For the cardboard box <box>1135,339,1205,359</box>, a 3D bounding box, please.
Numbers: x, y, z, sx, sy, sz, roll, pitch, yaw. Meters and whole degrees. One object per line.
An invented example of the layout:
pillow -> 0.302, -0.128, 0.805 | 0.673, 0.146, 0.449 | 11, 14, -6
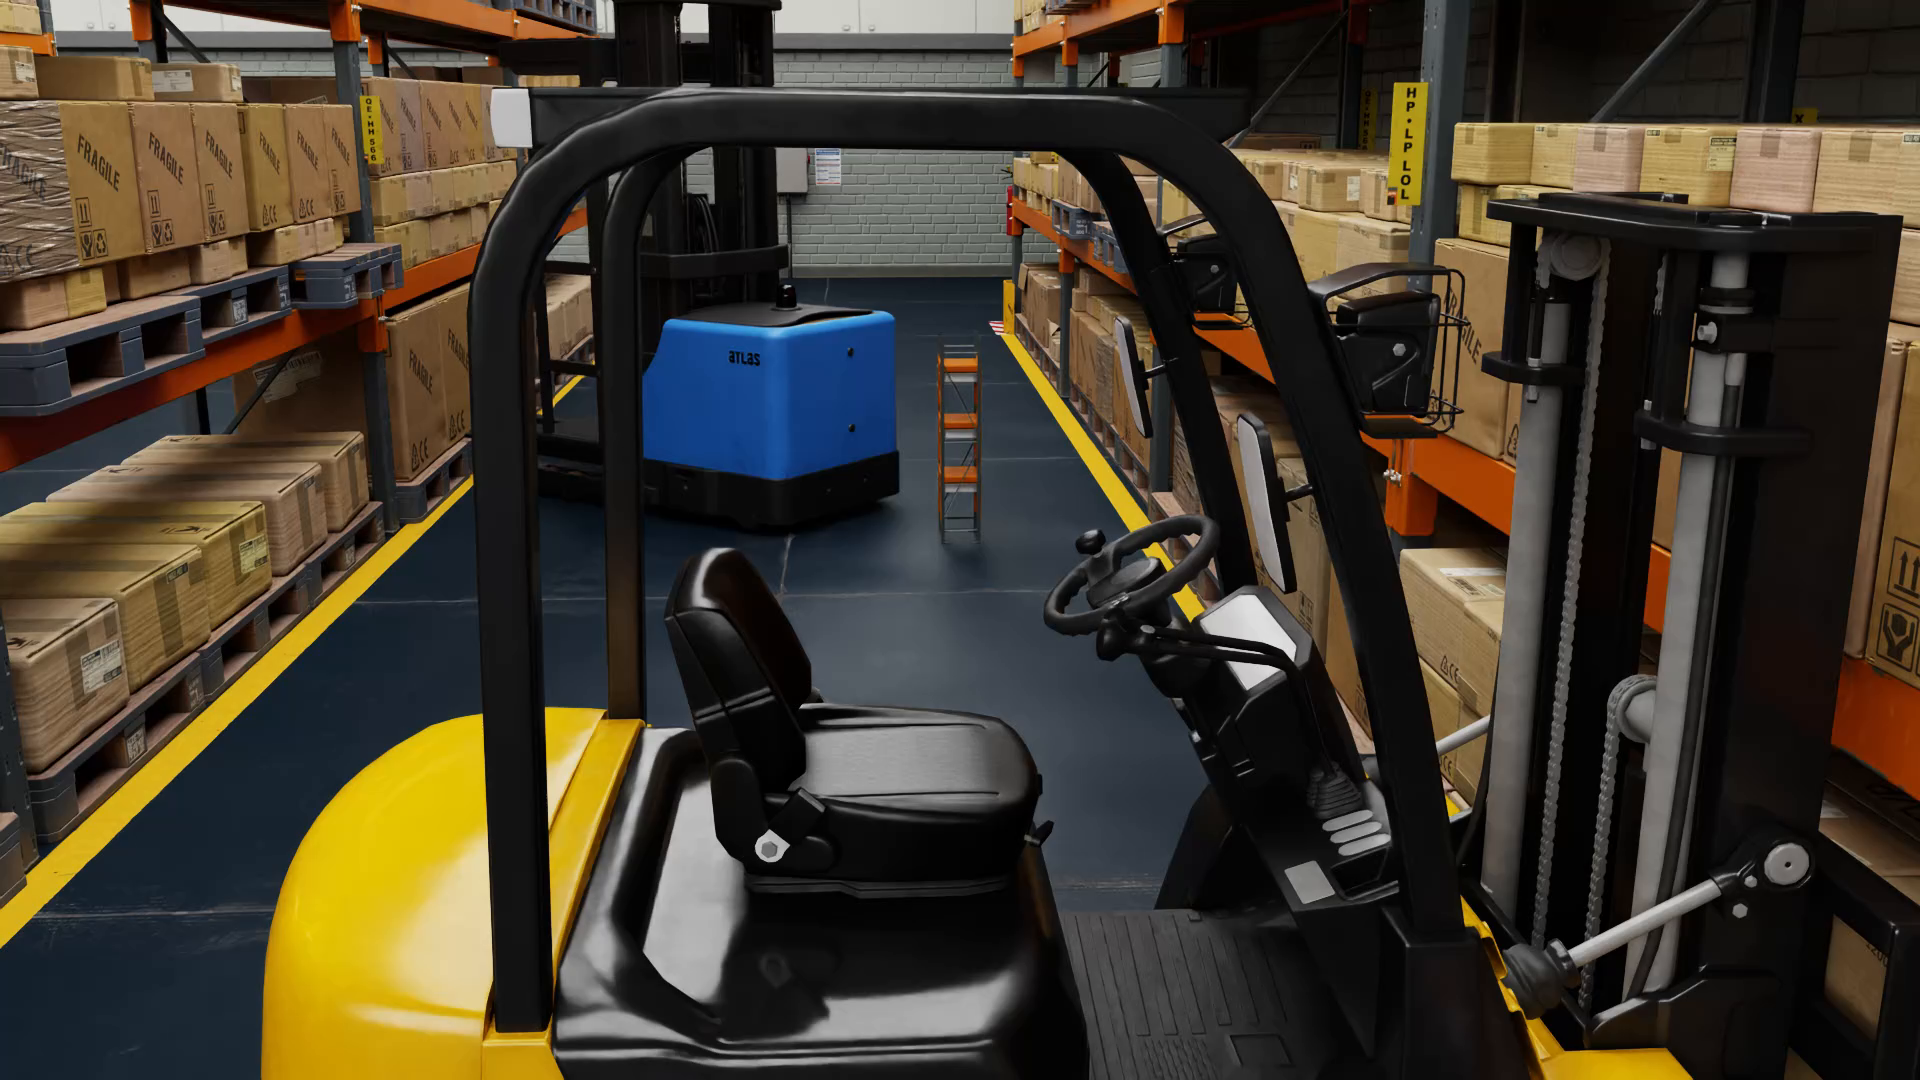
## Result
cardboard box -> 1.185, -1.055, 9.480 | 0.380, 0.149, 0.250 | -2, 15, -6

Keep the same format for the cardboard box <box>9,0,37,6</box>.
cardboard box -> -8.585, -4.884, 14.767 | 0.500, 0.250, 0.500 | -1, 14, -5

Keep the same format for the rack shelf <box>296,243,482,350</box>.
rack shelf -> -3.562, -1.633, 10.299 | 1.077, 0.370, 4.000 | -1, 14, -3

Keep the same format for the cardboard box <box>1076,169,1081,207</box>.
cardboard box -> 0.971, -2.344, 11.042 | 0.396, 0.266, 0.258 | 0, 14, -1

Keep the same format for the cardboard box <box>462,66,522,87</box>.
cardboard box -> -3.446, -3.409, 12.245 | 0.380, 0.149, 0.250 | -1, 14, -4

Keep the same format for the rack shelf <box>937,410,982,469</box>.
rack shelf -> -0.003, -0.511, 8.450 | 0.215, 0.259, 0.240 | -1, 14, -3

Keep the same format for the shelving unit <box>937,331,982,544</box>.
shelving unit -> -0.003, -0.522, 8.447 | 0.215, 1.050, 0.252 | -1, 14, -3

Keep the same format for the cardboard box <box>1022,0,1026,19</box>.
cardboard box -> 0.827, -4.835, 14.983 | 0.500, 0.250, 0.500 | -1, 14, -2

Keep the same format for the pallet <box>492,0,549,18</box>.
pallet -> -3.726, -4.093, 12.571 | 1.003, 0.211, 1.213 | -1, 14, -3

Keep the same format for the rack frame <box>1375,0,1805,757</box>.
rack frame -> 1.764, -0.567, 4.711 | 1.000, 3.000, 0.127 | -1, 14, -3

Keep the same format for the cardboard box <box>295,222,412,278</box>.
cardboard box -> -3.217, -1.537, 8.783 | 0.500, 0.250, 0.500 | -1, 14, -4

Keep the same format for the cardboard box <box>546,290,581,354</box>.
cardboard box -> -3.673, -1.822, 13.888 | 0.875, 0.438, 0.875 | -1, 14, -5

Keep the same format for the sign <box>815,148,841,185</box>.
sign -> -1.720, -4.885, 21.684 | 0.329, 0.494, 0.001 | -1, 14, -3

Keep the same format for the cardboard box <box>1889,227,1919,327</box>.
cardboard box -> 1.681, -0.399, 2.555 | 0.380, 0.149, 0.250 | -1, 14, -4

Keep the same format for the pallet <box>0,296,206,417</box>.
pallet -> -3.092, -0.589, 5.181 | 1.003, 0.211, 1.213 | -1, 14, -3

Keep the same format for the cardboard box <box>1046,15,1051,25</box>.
cardboard box -> 0.911, -4.291, 13.669 | 0.380, 0.149, 0.250 | -1, 14, -3

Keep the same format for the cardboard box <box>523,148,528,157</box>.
cardboard box -> -3.473, -3.134, 12.480 | 0.500, 0.500, 0.500 | -1, 14, -3

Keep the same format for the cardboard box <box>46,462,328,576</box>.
cardboard box -> -3.359, -0.091, 7.292 | 0.950, 0.372, 0.625 | -1, 14, -5

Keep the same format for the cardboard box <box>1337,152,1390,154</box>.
cardboard box -> 1.906, -1.658, 7.449 | 0.380, 0.149, 0.250 | -1, 14, -5

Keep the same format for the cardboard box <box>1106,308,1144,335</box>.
cardboard box -> 1.168, -1.447, 11.001 | 0.380, 0.149, 0.250 | 0, 14, -1

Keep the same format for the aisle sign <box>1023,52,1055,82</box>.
aisle sign -> 0.723, -4.823, 16.035 | 0.394, 0.787, 0.004 | -1, 14, -3

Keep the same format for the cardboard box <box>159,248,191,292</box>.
cardboard box -> -2.997, -0.971, 5.943 | 0.380, 0.149, 0.250 | -1, 14, -3

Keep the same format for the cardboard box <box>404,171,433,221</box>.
cardboard box -> -3.254, -1.912, 9.237 | 0.500, 0.250, 0.500 | -1, 14, -2

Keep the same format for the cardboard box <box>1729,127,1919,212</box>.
cardboard box -> 1.647, -0.671, 3.014 | 0.380, 0.149, 0.250 | -1, 14, -4

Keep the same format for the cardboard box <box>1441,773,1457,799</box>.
cardboard box -> 1.464, 0.686, 4.514 | 0.500, 0.250, 0.500 | -1, 14, -3

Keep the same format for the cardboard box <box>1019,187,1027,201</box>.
cardboard box -> 0.767, -3.344, 16.007 | 0.380, 0.149, 0.250 | -1, 14, -4

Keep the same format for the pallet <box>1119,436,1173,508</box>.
pallet -> 1.508, -0.398, 9.649 | 1.003, 0.211, 1.213 | -1, 14, -3

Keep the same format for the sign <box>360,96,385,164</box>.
sign -> -2.897, -2.018, 8.183 | 0.100, 0.325, 0.005 | -1, 14, -3

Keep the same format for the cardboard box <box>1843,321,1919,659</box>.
cardboard box -> 1.622, -0.121, 2.775 | 0.500, 0.500, 0.500 | -1, 14, -3

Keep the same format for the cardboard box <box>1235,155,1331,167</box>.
cardboard box -> 1.332, -1.520, 6.911 | 0.380, 0.149, 0.250 | -1, 14, -2

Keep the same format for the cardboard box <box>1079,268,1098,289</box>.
cardboard box -> 1.086, -1.915, 12.226 | 0.380, 0.149, 0.250 | -1, 14, -4

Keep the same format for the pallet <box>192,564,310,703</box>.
pallet -> -3.318, 0.363, 6.692 | 1.003, 0.211, 1.213 | -1, 14, -3

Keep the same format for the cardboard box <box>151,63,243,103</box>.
cardboard box -> -3.055, -1.792, 6.529 | 0.380, 0.149, 0.250 | -2, 15, -6

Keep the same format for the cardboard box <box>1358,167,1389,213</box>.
cardboard box -> 1.525, -1.137, 5.423 | 0.380, 0.149, 0.250 | -1, 14, -3

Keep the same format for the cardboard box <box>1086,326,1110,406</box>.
cardboard box -> 1.143, -1.169, 11.225 | 0.500, 0.500, 0.500 | -1, 14, -5

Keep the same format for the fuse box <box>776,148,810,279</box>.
fuse box -> -2.200, -4.248, 21.603 | 0.539, 1.711, 0.414 | -1, 14, -3

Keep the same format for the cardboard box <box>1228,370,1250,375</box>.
cardboard box -> 1.770, -0.664, 9.261 | 0.500, 0.500, 0.500 | 0, 14, -1

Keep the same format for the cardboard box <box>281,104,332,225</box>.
cardboard box -> -3.089, -1.643, 7.252 | 0.500, 0.500, 0.500 | -1, 14, -4

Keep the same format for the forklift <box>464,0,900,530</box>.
forklift -> -1.829, -1.740, 9.406 | 3.031, 2.935, 1.130 | 10, 18, 35

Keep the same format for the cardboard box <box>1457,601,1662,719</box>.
cardboard box -> 1.502, 0.329, 3.895 | 0.500, 0.250, 0.500 | -1, 14, -3

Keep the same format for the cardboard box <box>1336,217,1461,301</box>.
cardboard box -> 1.478, -0.855, 5.127 | 0.500, 0.250, 0.500 | -1, 14, -5

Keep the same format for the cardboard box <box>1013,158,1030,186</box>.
cardboard box -> 0.780, -3.506, 15.837 | 0.500, 0.250, 0.500 | -1, 14, -3

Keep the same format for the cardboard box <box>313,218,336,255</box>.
cardboard box -> -3.033, -1.361, 7.457 | 0.380, 0.149, 0.250 | -1, 14, -4

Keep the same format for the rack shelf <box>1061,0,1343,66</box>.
rack shelf -> 1.392, -3.164, 10.227 | 1.077, 0.370, 4.000 | -1, 14, -3

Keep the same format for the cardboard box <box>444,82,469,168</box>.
cardboard box -> -3.309, -2.521, 10.098 | 0.500, 0.500, 0.500 | -1, 14, -3

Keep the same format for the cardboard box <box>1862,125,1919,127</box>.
cardboard box -> 2.167, -0.809, 3.552 | 0.380, 0.149, 0.250 | -1, 14, -5

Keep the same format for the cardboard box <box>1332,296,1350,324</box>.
cardboard box -> 1.472, -0.616, 5.201 | 0.500, 0.250, 0.500 | -1, 14, -2

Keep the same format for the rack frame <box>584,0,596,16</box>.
rack frame -> -3.933, -6.379, 15.261 | 1.000, 3.000, 0.127 | -1, 14, -3

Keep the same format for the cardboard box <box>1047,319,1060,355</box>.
cardboard box -> 0.919, -1.659, 13.598 | 0.396, 0.266, 0.258 | 0, 14, -1

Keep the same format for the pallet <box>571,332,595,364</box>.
pallet -> -3.733, -1.623, 14.412 | 1.003, 0.211, 1.213 | -1, 14, -3

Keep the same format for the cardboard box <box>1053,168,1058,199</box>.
cardboard box -> 0.993, -2.751, 12.903 | 0.500, 0.250, 0.500 | -1, 14, -2
